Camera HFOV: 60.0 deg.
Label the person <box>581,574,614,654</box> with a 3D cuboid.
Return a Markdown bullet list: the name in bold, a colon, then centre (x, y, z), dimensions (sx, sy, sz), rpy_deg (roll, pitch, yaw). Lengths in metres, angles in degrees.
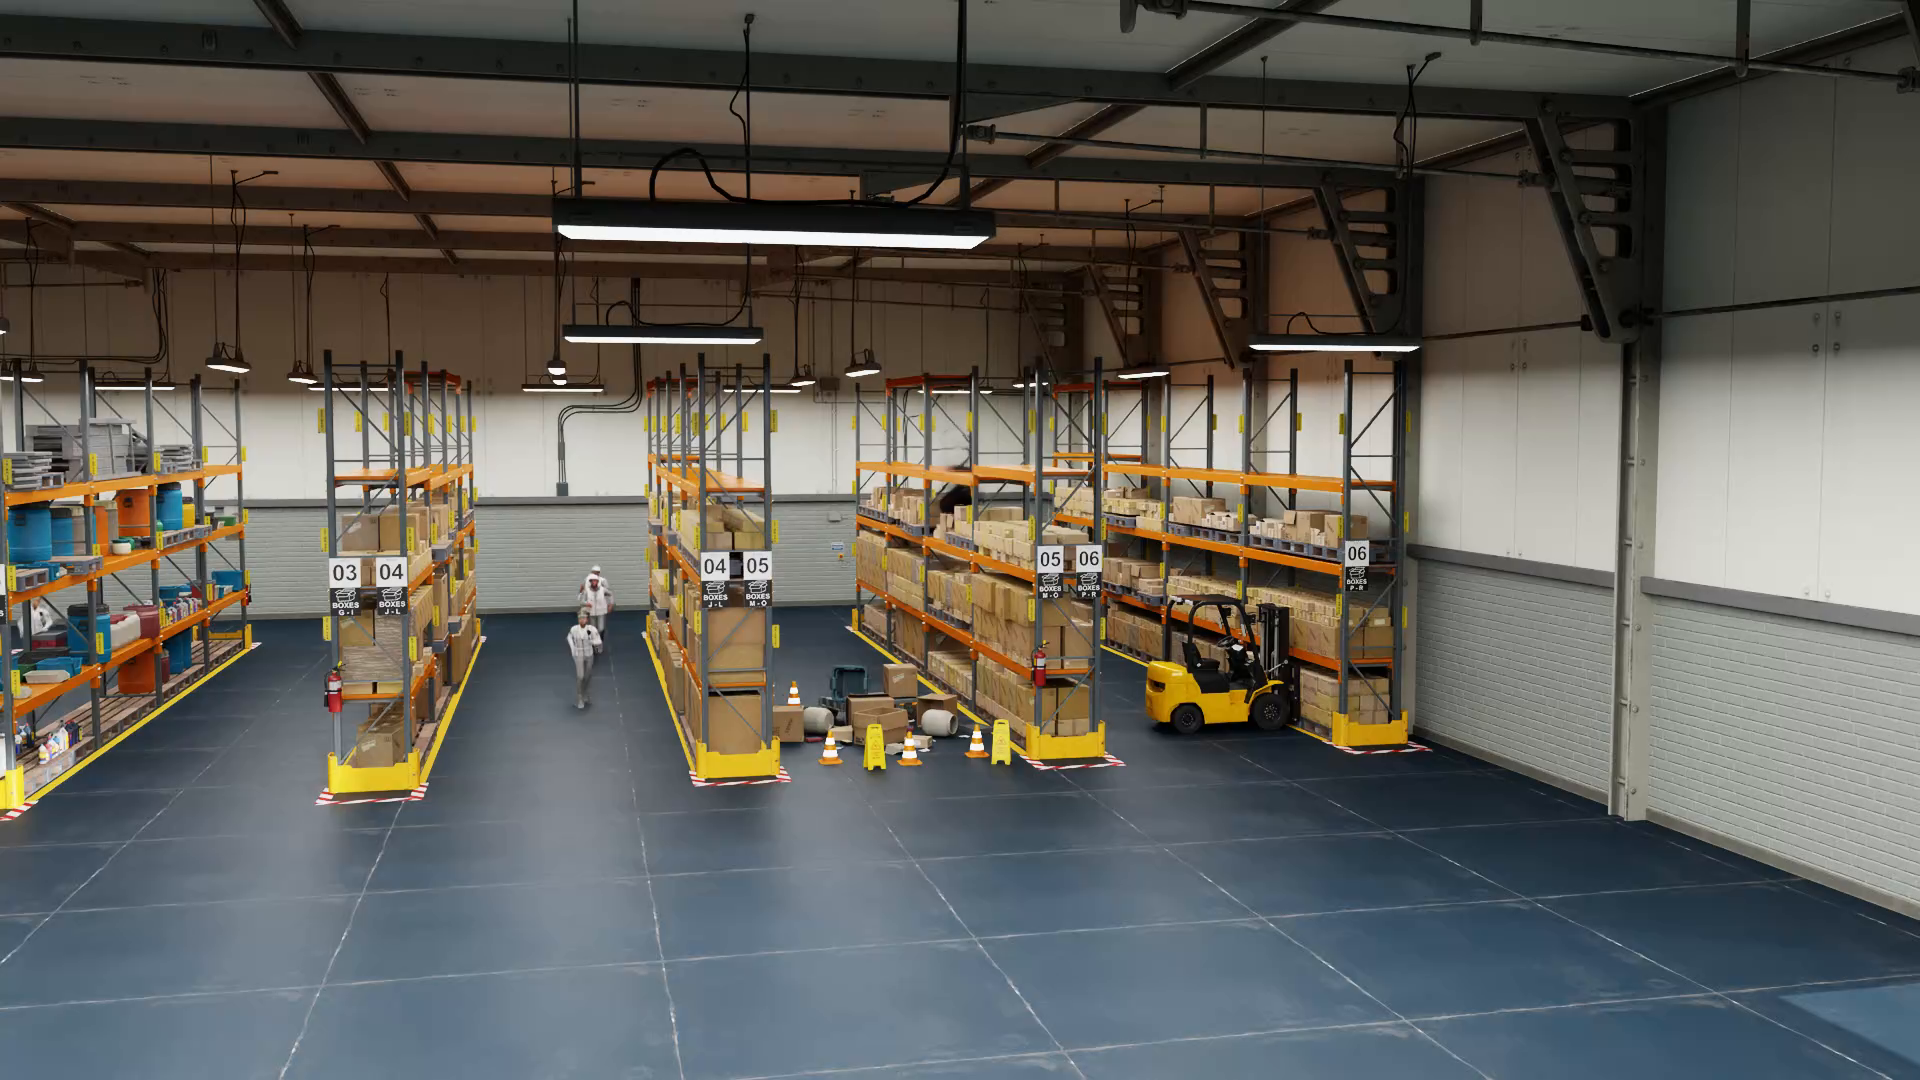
- **person**: centre (-7.864, 1.603, 36.052), dimensions (0.672, 1.736, 0.838), rpy_deg (0, 4, -6)

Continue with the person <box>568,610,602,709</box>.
- **person**: centre (-6.666, 2.114, 29.579), dimensions (0.581, 1.761, 0.755), rpy_deg (-1, 4, -16)

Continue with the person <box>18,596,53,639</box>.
- **person**: centre (-18.352, 1.894, 33.011), dimensions (0.616, 1.653, 0.554), rpy_deg (-2, 4, -26)

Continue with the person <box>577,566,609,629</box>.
- **person**: centre (-8.462, 1.458, 38.433), dimensions (0.732, 1.723, 0.915), rpy_deg (0, 4, 6)
